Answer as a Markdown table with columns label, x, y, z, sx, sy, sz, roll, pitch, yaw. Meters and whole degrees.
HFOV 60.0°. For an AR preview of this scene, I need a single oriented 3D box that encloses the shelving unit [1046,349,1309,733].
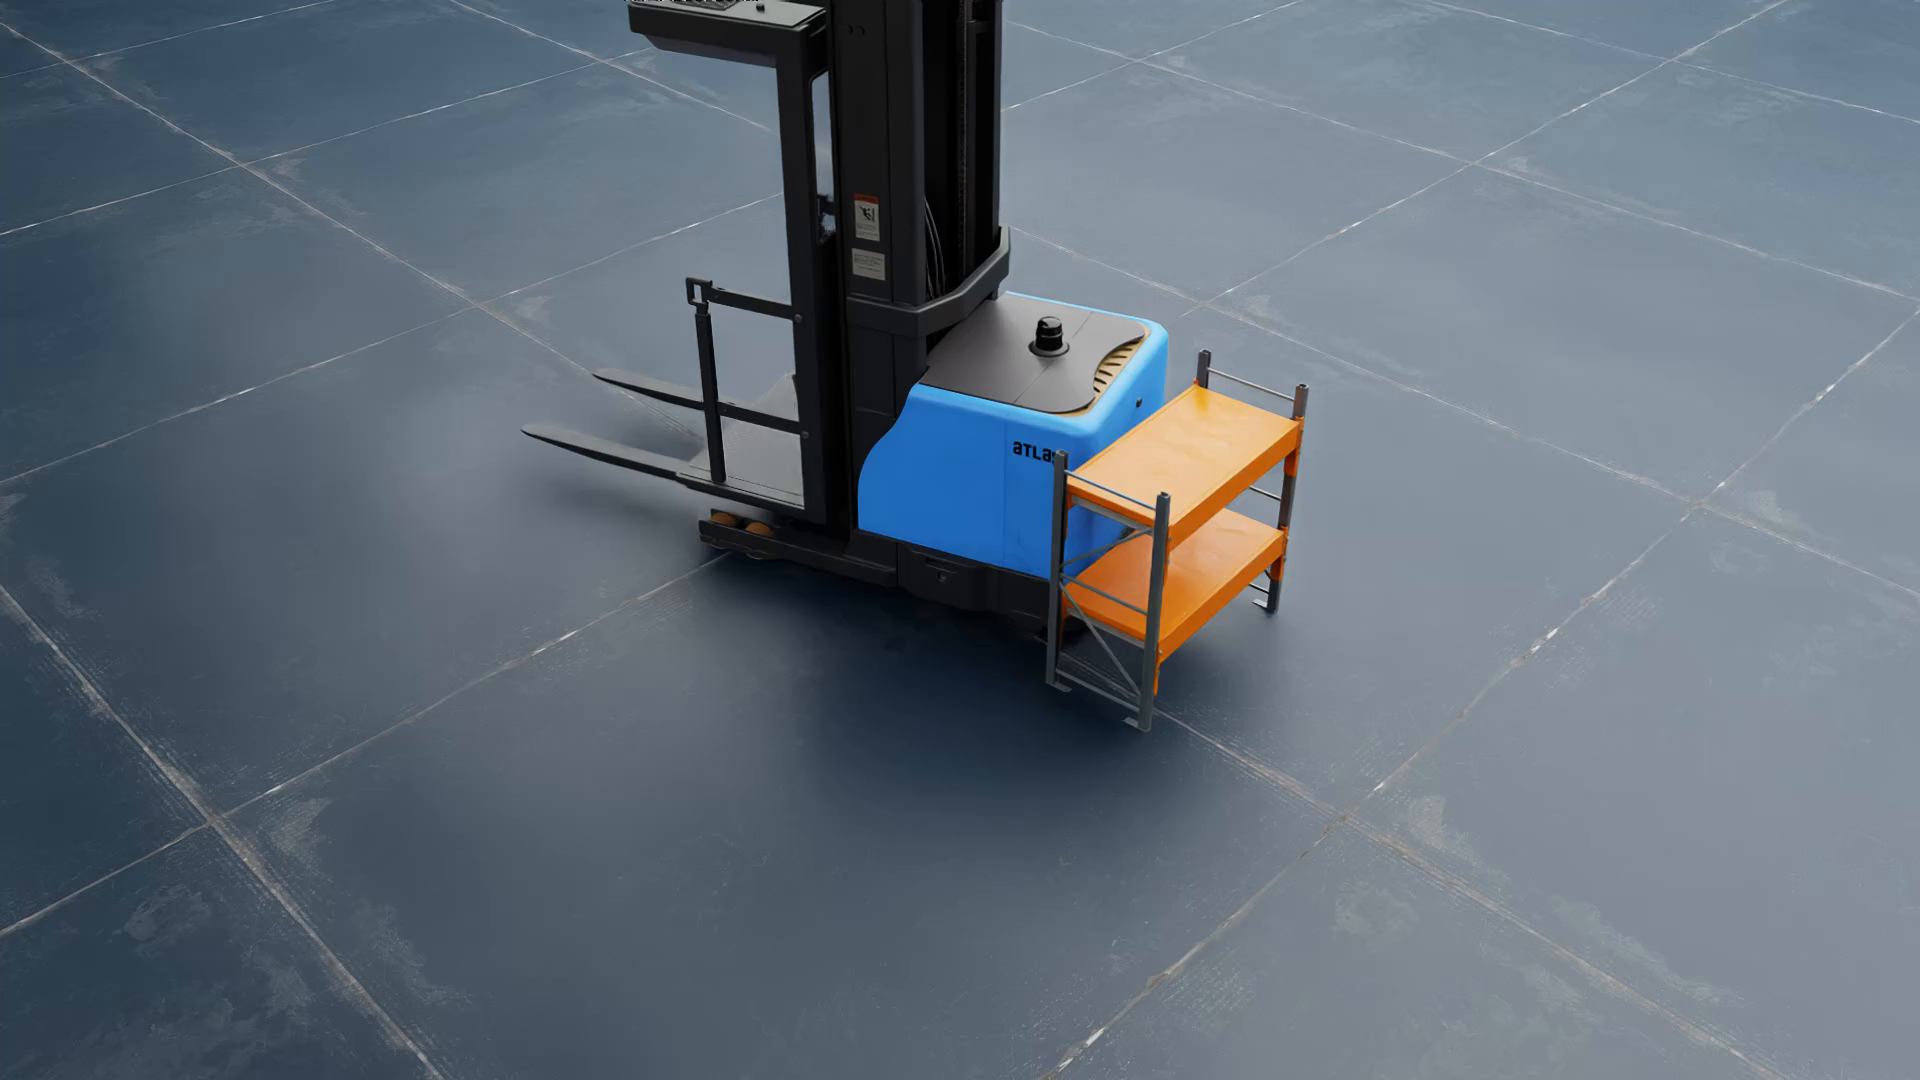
| label | x | y | z | sx | sy | sz | roll | pitch | yaw |
| --- | --- | --- | --- | --- | --- | --- | --- | --- | --- |
| shelving unit | 0.878 | -0.013 | 6.784 | 0.538 | 1.125 | 1.048 | 25 | 42 | 31 |

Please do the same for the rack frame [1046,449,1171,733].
| label | x | y | z | sx | sy | sz | roll | pitch | yaw |
| --- | --- | --- | --- | --- | --- | --- | --- | --- | --- |
| rack frame | 0.560 | 0.214 | 6.459 | 0.500 | 1.125 | 0.032 | 25 | 42 | 31 |

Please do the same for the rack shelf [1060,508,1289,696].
| label | x | y | z | sx | sy | sz | roll | pitch | yaw |
| --- | --- | --- | --- | --- | --- | --- | --- | --- | --- |
| rack shelf | 0.878 | 0.188 | 6.924 | 0.538 | 0.278 | 1.000 | 25 | 42 | 31 |

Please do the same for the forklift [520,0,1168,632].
| label | x | y | z | sx | sy | sz | roll | pitch | yaw |
| --- | --- | --- | --- | --- | --- | --- | --- | --- | --- |
| forklift | -0.641 | -1.370 | 7.152 | 3.031 | 2.935 | 1.130 | 15 | 38 | 20 |

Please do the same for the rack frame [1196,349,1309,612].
| label | x | y | z | sx | sy | sz | roll | pitch | yaw |
| --- | --- | --- | --- | --- | --- | --- | --- | --- | --- |
| rack frame | 1.196 | -0.240 | 7.109 | 0.500 | 1.125 | 0.032 | 25 | 42 | 31 |

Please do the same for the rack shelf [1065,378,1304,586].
| label | x | y | z | sx | sy | sz | roll | pitch | yaw |
| --- | --- | --- | --- | --- | --- | --- | --- | --- | --- |
| rack shelf | 0.879 | -0.253 | 6.616 | 0.538 | 0.278 | 1.000 | 25 | 42 | 31 |
